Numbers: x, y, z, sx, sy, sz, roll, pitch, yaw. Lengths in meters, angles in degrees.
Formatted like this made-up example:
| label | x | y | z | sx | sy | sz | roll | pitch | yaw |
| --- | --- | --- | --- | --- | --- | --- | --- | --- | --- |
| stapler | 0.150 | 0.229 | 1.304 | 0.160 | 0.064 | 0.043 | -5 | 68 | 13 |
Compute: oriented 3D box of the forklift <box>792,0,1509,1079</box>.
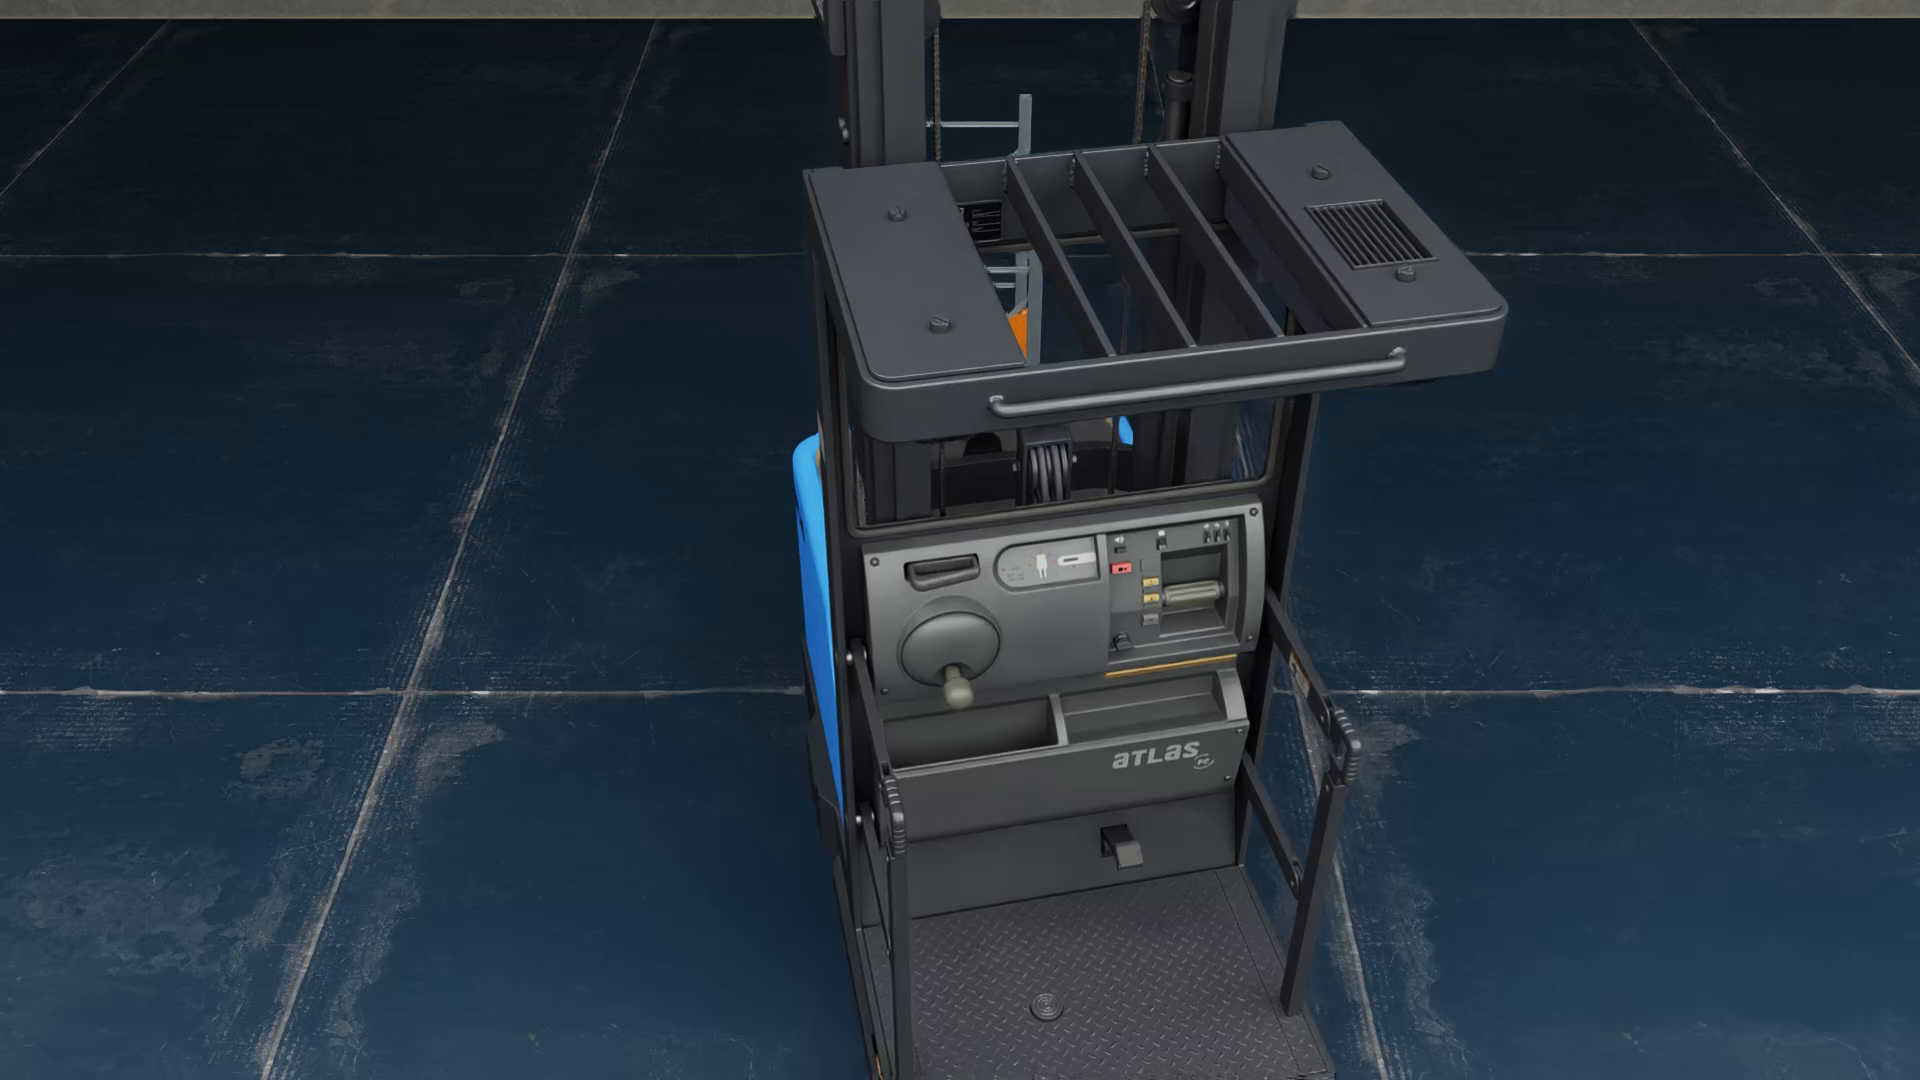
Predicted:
| label | x | y | z | sx | sy | sz | roll | pitch | yaw |
| --- | --- | --- | --- | --- | --- | --- | --- | --- | --- |
| forklift | 0.293 | 0.219 | 3.633 | 1.130 | 2.935 | 3.031 | -7 | 39 | -9 |

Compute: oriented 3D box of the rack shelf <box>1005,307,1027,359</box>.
| label | x | y | z | sx | sy | sz | roll | pitch | yaw |
| --- | --- | --- | --- | --- | --- | --- | --- | --- | --- |
| rack shelf | 0.000 | -0.498 | 5.960 | 0.538 | 0.185 | 1.000 | 0 | 39 | 0 |

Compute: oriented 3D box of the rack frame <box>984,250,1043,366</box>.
| label | x | y | z | sx | sy | sz | roll | pitch | yaw |
| --- | --- | --- | --- | --- | --- | --- | --- | --- | --- |
| rack frame | 0.000 | -0.321 | 5.451 | 0.500 | 1.500 | 0.032 | 0 | 39 | 0 |

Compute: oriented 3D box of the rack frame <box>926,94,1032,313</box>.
| label | x | y | z | sx | sy | sz | roll | pitch | yaw |
| --- | --- | --- | --- | --- | --- | --- | --- | --- | --- |
| rack frame | -0.001 | -0.957 | 6.244 | 0.500 | 1.500 | 0.032 | 0 | 39 | 0 |

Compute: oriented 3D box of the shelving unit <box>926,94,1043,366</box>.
| label | x | y | z | sx | sy | sz | roll | pitch | yaw |
| --- | --- | --- | --- | --- | --- | --- | --- | --- | --- |
| shelving unit | 0.000 | -0.633 | 5.840 | 0.587 | 1.500 | 1.083 | 0 | 39 | 0 |
